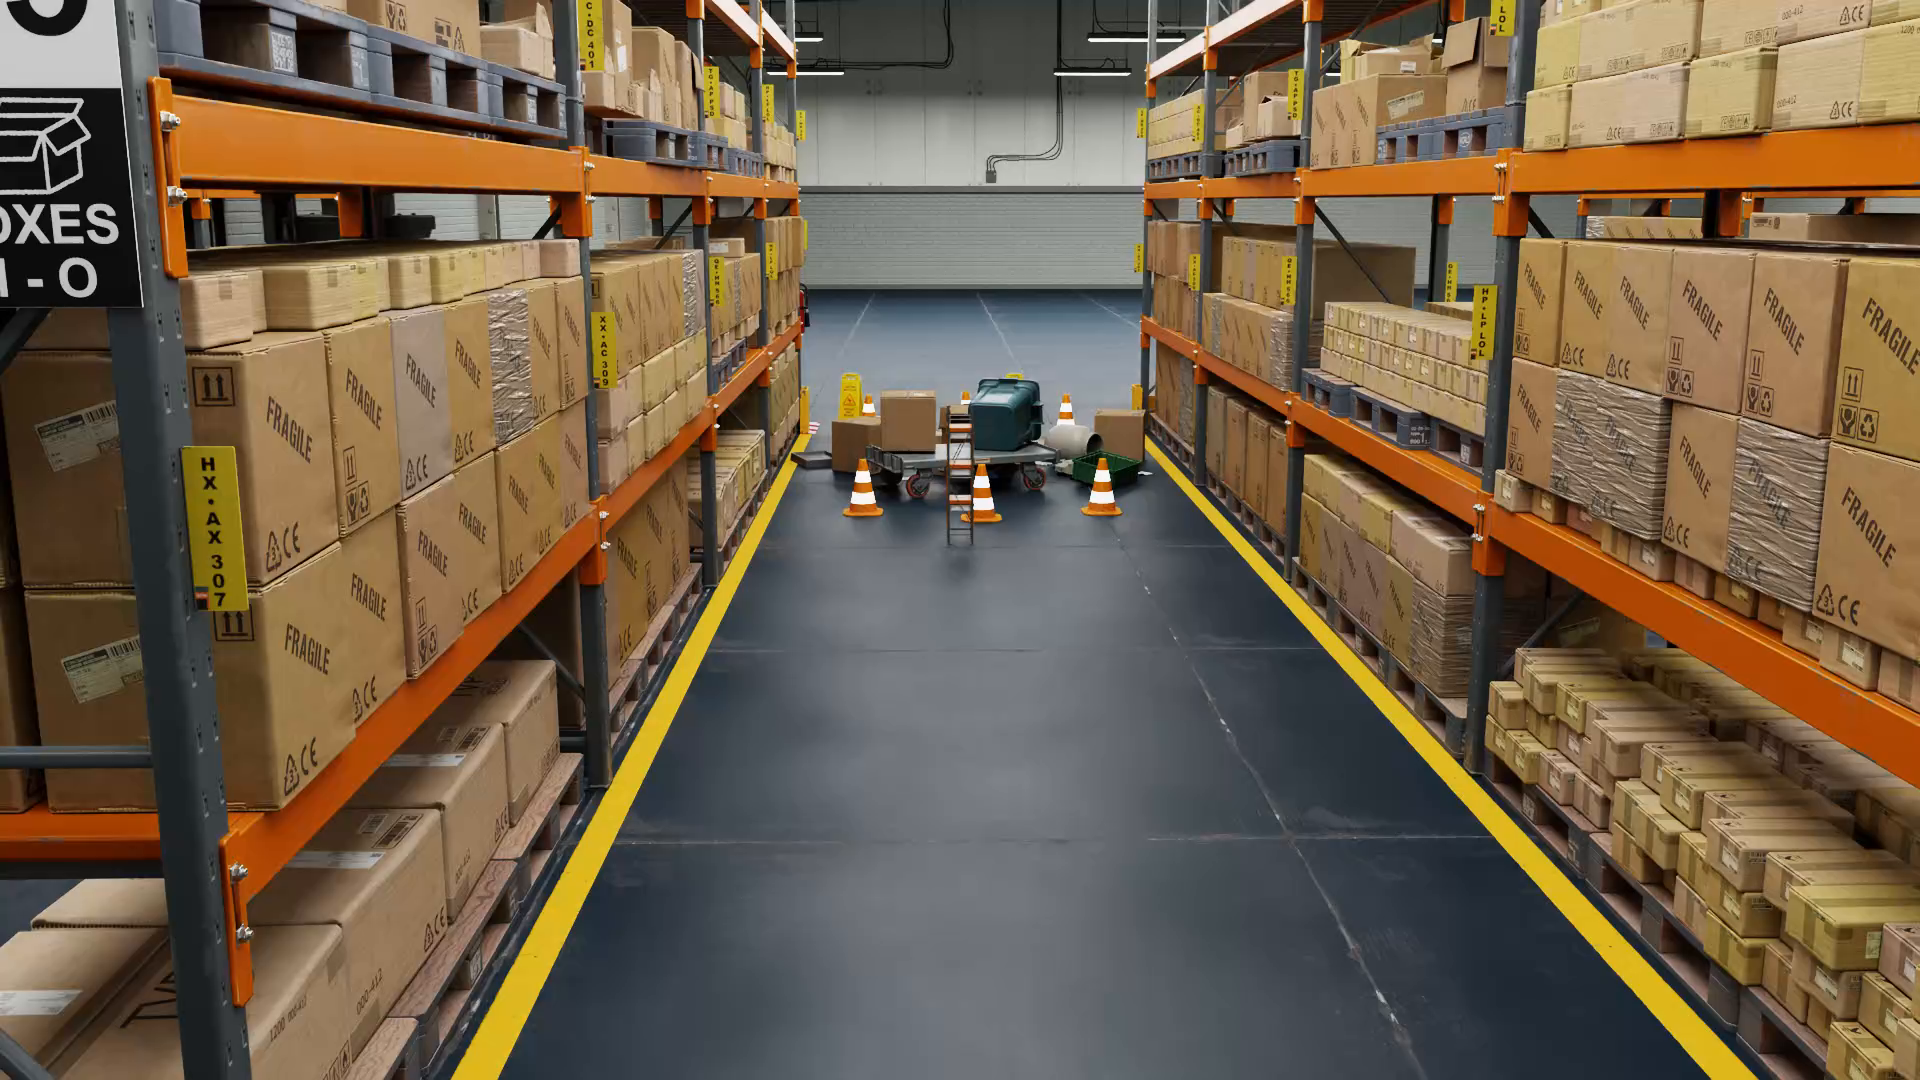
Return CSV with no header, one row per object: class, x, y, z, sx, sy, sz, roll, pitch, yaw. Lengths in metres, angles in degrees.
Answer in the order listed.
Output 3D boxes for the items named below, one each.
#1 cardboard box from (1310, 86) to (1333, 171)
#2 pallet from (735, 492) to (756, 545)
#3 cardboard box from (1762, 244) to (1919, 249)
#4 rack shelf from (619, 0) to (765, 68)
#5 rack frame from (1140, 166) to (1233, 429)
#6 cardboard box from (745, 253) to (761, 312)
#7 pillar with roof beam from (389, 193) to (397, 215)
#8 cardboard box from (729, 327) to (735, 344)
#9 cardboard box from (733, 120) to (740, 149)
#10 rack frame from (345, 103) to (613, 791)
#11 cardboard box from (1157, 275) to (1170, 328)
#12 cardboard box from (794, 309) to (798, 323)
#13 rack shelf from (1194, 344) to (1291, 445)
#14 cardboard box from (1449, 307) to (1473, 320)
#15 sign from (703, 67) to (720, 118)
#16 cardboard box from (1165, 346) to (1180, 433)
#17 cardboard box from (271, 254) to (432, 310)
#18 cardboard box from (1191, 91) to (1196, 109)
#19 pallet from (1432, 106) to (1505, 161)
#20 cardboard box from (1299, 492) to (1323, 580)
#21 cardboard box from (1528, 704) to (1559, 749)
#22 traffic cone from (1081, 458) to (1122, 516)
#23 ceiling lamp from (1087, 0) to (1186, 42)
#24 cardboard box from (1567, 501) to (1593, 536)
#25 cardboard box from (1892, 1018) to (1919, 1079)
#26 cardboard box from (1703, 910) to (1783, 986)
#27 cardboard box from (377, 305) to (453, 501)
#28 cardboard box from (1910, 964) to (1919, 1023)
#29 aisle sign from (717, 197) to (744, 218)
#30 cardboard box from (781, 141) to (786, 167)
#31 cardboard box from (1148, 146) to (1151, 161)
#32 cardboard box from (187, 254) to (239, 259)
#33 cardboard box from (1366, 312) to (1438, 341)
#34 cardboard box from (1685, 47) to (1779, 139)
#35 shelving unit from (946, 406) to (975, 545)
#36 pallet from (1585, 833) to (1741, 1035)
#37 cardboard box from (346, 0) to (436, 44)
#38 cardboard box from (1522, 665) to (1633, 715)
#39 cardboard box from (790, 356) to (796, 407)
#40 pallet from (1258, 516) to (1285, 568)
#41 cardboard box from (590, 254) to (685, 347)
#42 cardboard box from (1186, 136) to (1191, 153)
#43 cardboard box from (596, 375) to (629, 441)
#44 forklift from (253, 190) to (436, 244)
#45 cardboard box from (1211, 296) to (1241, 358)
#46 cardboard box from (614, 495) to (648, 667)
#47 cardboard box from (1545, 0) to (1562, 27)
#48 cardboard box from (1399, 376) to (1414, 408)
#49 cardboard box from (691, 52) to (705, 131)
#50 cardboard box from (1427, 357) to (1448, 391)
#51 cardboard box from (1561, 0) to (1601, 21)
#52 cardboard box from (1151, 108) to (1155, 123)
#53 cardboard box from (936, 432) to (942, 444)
cardboard box,2.522,-2.592,10.493,0.500,0.500,0.500,0,11,-1
pallet,-2.208,-0.177,13.402,1.003,0.211,1.213,0,11,-1
cardboard box,3.151,-0.780,5.844,0.500,0.500,0.500,0,11,0
rack shelf,-2.212,-3.936,12.641,1.077,0.370,4.000,0,11,-1
rack frame,2.611,-2.777,19.205,1.000,3.000,0.127,0,11,-1
cardboard box,-2.014,-2.251,14.557,0.500,0.500,0.500,0,11,-2
pillar with roof beam,-4.005,-6.724,23.570,9.100,9.000,0.400,0,11,-1
cardboard box,-1.976,-1.616,13.057,0.380,0.149,0.250,0,11,1
cardboard box,-2.091,-3.328,13.696,0.500,0.250,0.500,0,11,0
rack frame,-2.088,-0.352,7.247,1.000,3.000,0.127,0,11,-1
cardboard box,2.583,-2.556,17.737,0.875,0.550,0.550,0,11,-1
cardboard box,-1.998,-2.490,18.422,0.380,0.149,0.250,0,11,-2
rack shelf,2.735,-1.232,13.397,1.077,0.370,4.000,0,11,-1
cardboard box,3.253,-1.364,10.316,0.380,0.149,0.250,0,11,1
sign,-1.616,-2.910,10.812,0.100,0.325,0.005,0,11,-1
cardboard box,2.711,-1.632,17.849,0.875,0.875,0.875,0,11,-2
cardboard box,-1.748,-0.743,4.779,0.380,0.149,0.250,0,11,-1
cardboard box,2.362,-4.096,15.481,0.380,0.149,0.250,0,11,-1
pallet,2.953,-1.893,7.774,1.213,0.211,1.003,0,11,-1
cardboard box,2.536,-0.026,10.875,0.500,0.500,0.500,-1,11,-4
cardboard box,2.641,0.777,7.051,0.380,0.149,0.250,0,11,-1
traffic cone,1.212,-0.466,14.193,0.336,0.463,0.334,0,11,-1
ceiling lamp,3.600,-11.809,33.952,2.000,3.185,0.800,0,11,-1
cardboard box,2.675,-0.107,6.676,0.380,0.149,0.250,-1,11,-4
cardboard box,2.645,1.345,4.251,0.380,0.149,0.250,-1,11,-3
cardboard box,2.610,1.288,5.281,0.380,0.149,0.250,-1,11,-4
cardboard box,-1.766,-0.397,4.705,0.500,0.500,0.500,0,11,-2
cardboard box,2.677,1.199,4.224,0.380,0.149,0.250,0,11,0
aisle sign,-2.647,-4.022,18.801,0.394,0.787,0.004,0,11,-1
cardboard box,-2.019,-3.875,16.701,0.500,0.250,0.500,0,11,-1
cardboard box,2.297,-4.310,18.537,0.380,0.149,0.250,0,11,-1
cardboard box,-2.294,-0.737,4.751,0.380,0.149,0.250,0,11,0
cardboard box,2.613,-1.260,9.805,0.380,0.149,0.250,0,11,1
cardboard box,2.622,-1.388,5.191,0.500,0.250,0.500,0,11,1
shelving unit,0.001,-0.504,12.902,0.215,1.050,0.252,0,11,-1
pallet,2.936,1.351,5.868,1.003,0.211,1.213,0,11,-1
cardboard box,-1.897,-1.732,4.947,0.500,0.500,0.500,0,11,0
cardboard box,2.605,0.632,7.016,0.380,0.149,0.250,0,11,2
cardboard box,-2.044,-1.701,17.871,0.500,0.500,0.500,0,11,1
pallet,2.835,0.023,12.417,1.003,0.211,1.213,0,11,-1
cardboard box,-1.876,-1.383,9.567,0.500,0.500,0.500,0,11,-1
cardboard box,2.354,-3.757,15.811,0.380,0.149,0.250,0,11,0
cardboard box,-1.815,-0.612,7.649,0.500,0.250,0.500,-1,11,-3
forklift,-4.776,-1.530,13.228,1.130,2.935,3.031,0,11,-2
cardboard box,2.447,-1.825,14.260,0.500,0.500,0.500,0,11,-1
cardboard box,-2.207,0.182,8.908,0.875,0.875,0.875,0,11,0
cardboard box,2.623,-2.170,6.784,0.380,0.149,0.250,0,11,-2
cardboard box,2.623,-0.812,9.091,0.380,0.149,0.250,0,11,1
cardboard box,-2.012,-2.799,10.450,0.797,0.503,0.637,-1,12,-5
cardboard box,2.634,-0.855,8.555,0.380,0.149,0.250,-1,11,-3
cardboard box,2.595,-2.116,6.517,0.380,0.149,0.250,-1,11,-4
cardboard box,2.304,-4.652,18.221,0.380,0.149,0.250,0,11,-1
cardboard box,-0.289,-1.088,18.046,0.380,0.149,0.250,6,13,28
